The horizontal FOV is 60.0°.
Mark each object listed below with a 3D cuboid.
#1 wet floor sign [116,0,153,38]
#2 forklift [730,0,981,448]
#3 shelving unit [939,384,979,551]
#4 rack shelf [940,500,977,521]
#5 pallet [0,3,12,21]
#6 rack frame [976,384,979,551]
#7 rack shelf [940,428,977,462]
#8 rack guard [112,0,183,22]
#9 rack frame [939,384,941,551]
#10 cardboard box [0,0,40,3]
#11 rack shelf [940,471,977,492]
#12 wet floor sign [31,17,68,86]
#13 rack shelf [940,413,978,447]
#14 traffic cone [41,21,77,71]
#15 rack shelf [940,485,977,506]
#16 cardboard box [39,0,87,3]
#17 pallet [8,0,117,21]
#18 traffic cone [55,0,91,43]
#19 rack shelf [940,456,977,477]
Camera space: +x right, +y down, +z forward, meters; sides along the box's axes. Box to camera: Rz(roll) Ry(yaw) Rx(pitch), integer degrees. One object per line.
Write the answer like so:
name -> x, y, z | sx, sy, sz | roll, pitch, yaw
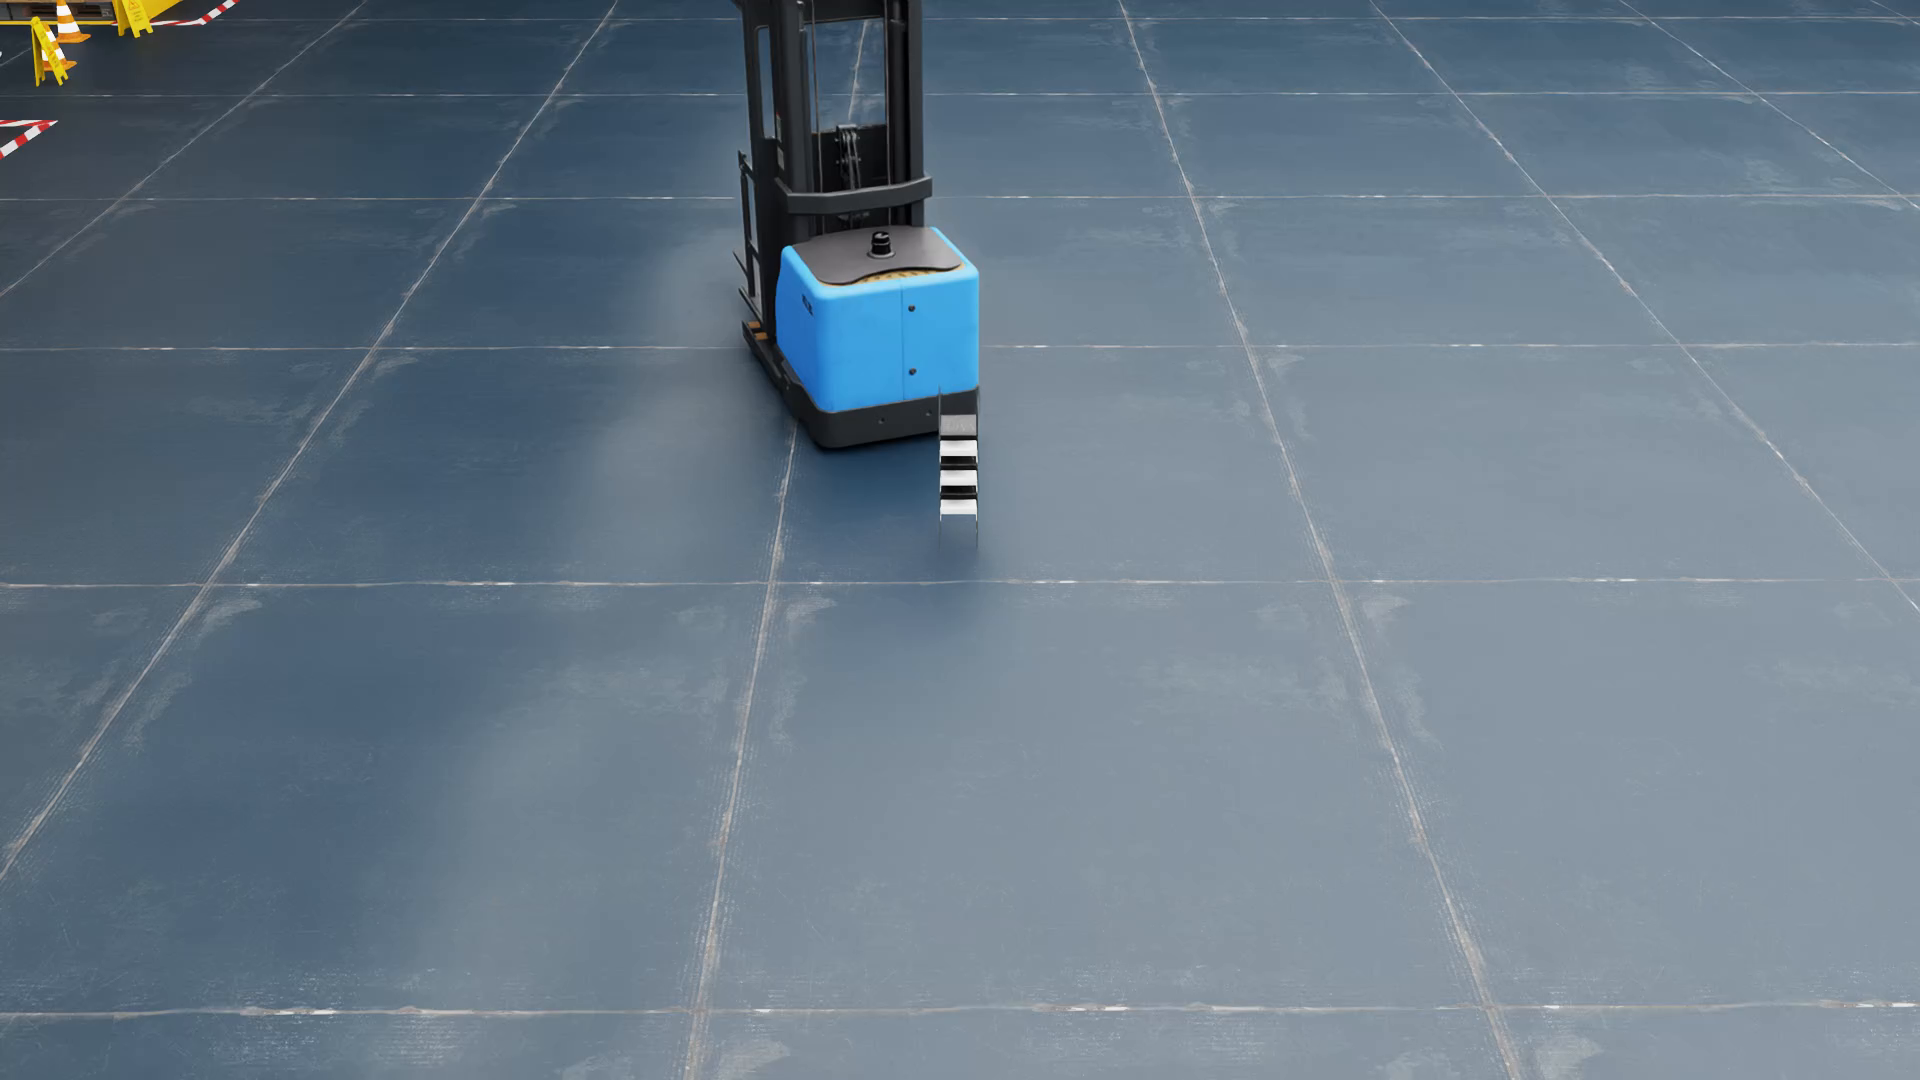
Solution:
wet floor sign -> -9.194, -5.924, 18.391 | 0.232, 0.644, 0.267 | 10, 33, 17
forklift -> -0.855, -2.562, 10.647 | 1.130, 2.935, 3.031 | -11, 33, -17
shelving unit -> -0.008, -0.385, 9.017 | 0.210, 0.900, 0.258 | 0, 31, 0
rack shelf -> -0.008, -0.202, 9.127 | 0.200, 0.077, 0.258 | 0, 31, 0
pallet -> -11.496, -6.306, 19.439 | 1.213, 0.211, 1.003 | 0, 31, 0
rack frame -> 0.094, -0.385, 9.017 | 0.006, 0.900, 0.240 | 0, 31, 0
rack shelf -> -0.008, -0.510, 8.940 | 0.200, 0.077, 0.258 | 0, 31, 0
rack guard -> -9.467, -6.416, 19.342 | 0.348, 0.500, 1.175 | 0, 31, 0
rack frame -> -0.110, -0.384, 9.016 | 0.006, 0.900, 0.240 | 0, 31, 0
cardboard box -> -10.715, -6.349, 19.068 | 0.500, 0.250, 0.500 | 0, 31, 0
rack shelf -> -0.008, -0.356, 9.034 | 0.200, 0.077, 0.258 | 0, 31, 0
wet floor sign -> -9.243, -4.938, 16.766 | 0.232, 0.644, 0.267 | -5, 32, -9
rack shelf -> -0.008, -0.587, 8.894 | 0.200, 0.077, 0.258 | 0, 31, 0
traffic cone -> -9.466, -5.155, 17.300 | 0.334, 0.463, 0.336 | 0, 31, 0
rack shelf -> -0.008, -0.279, 9.081 | 0.200, 0.077, 0.258 | 0, 31, 0
cardboard box -> -10.221, -6.346, 19.064 | 0.500, 0.250, 0.500 | 0, 31, -1
pallet -> -10.279, -6.308, 19.443 | 1.213, 0.211, 1.003 | 0, 31, 0
traffic cone -> -9.813, -5.729, 18.247 | 0.334, 0.463, 0.336 | 0, 31, 0
rack shelf -> -0.008, -0.433, 8.987 | 0.200, 0.077, 0.258 | 0, 31, 0
